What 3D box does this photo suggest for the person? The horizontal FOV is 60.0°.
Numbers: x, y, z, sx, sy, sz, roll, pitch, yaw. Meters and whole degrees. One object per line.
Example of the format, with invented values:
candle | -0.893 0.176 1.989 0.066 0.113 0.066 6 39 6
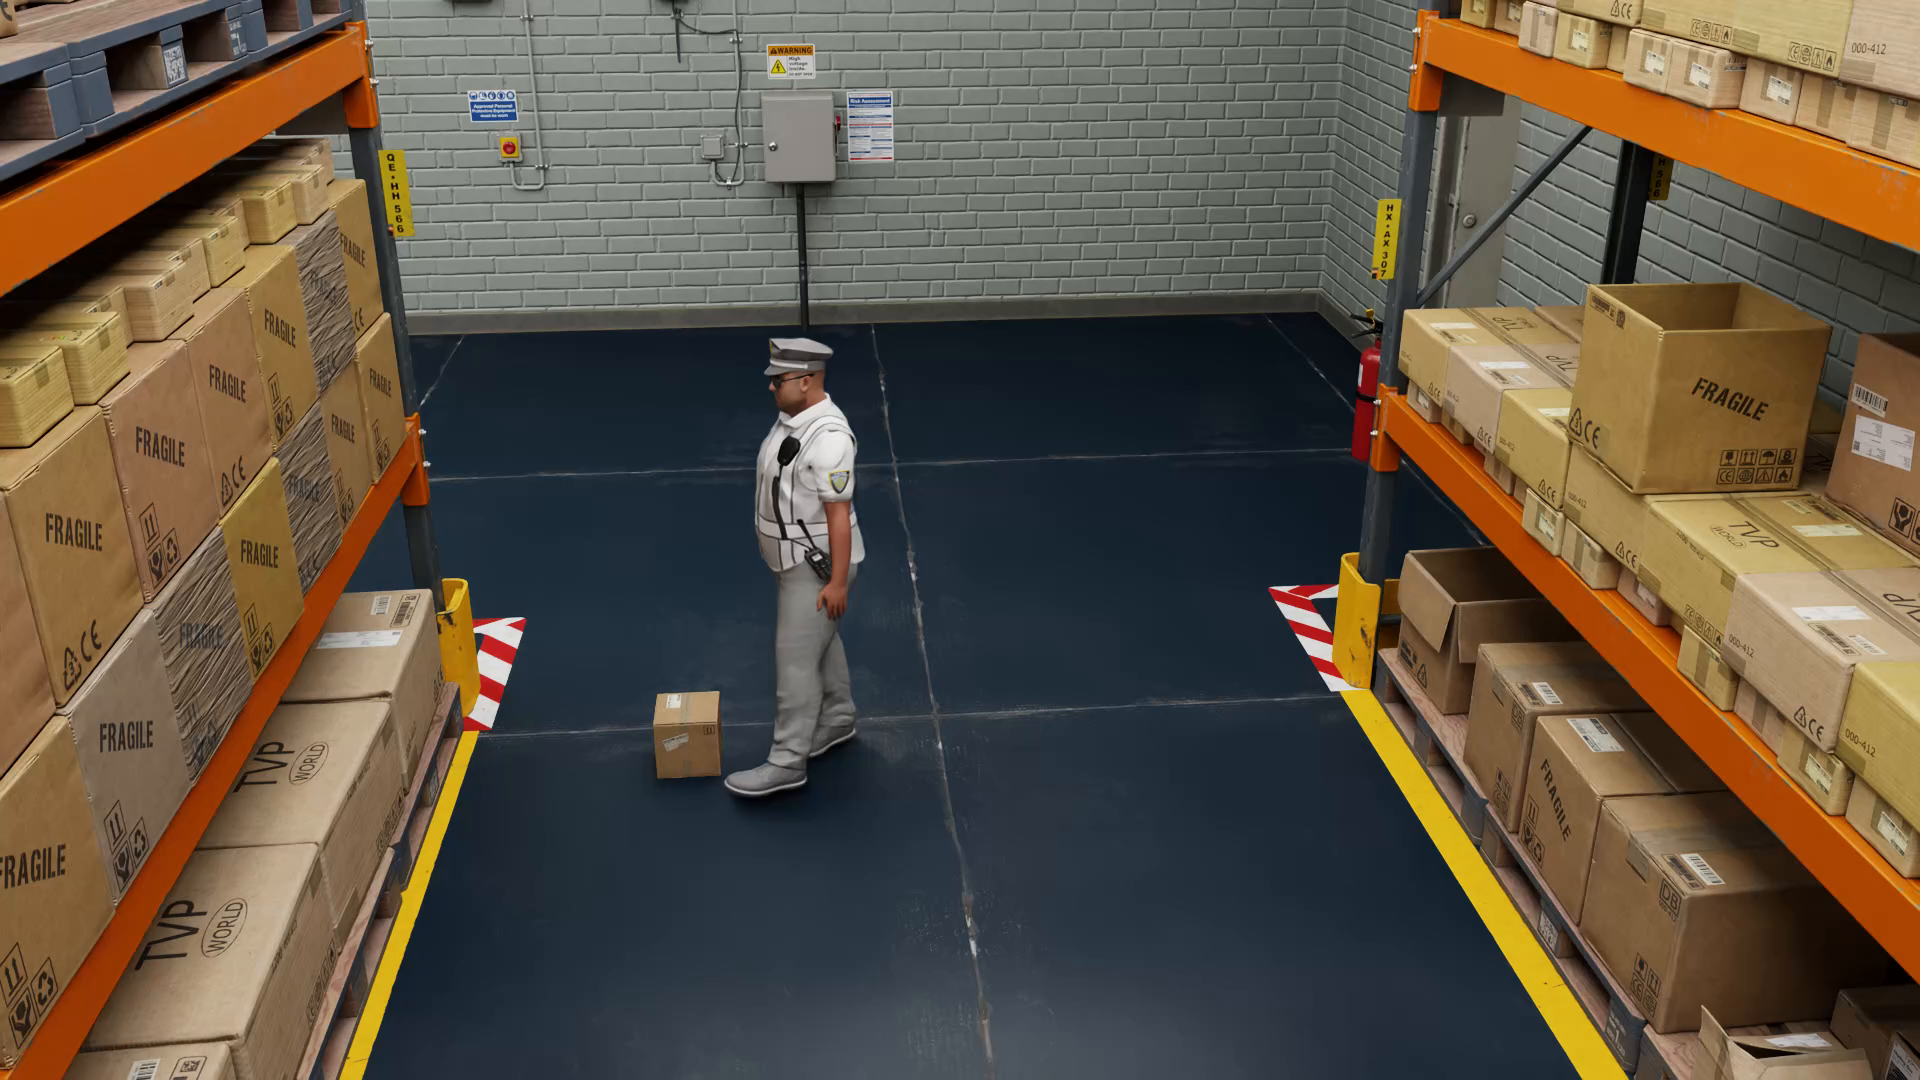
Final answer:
person | -0.691 0.088 6.369 0.626 1.751 0.553 -9 25 -20
